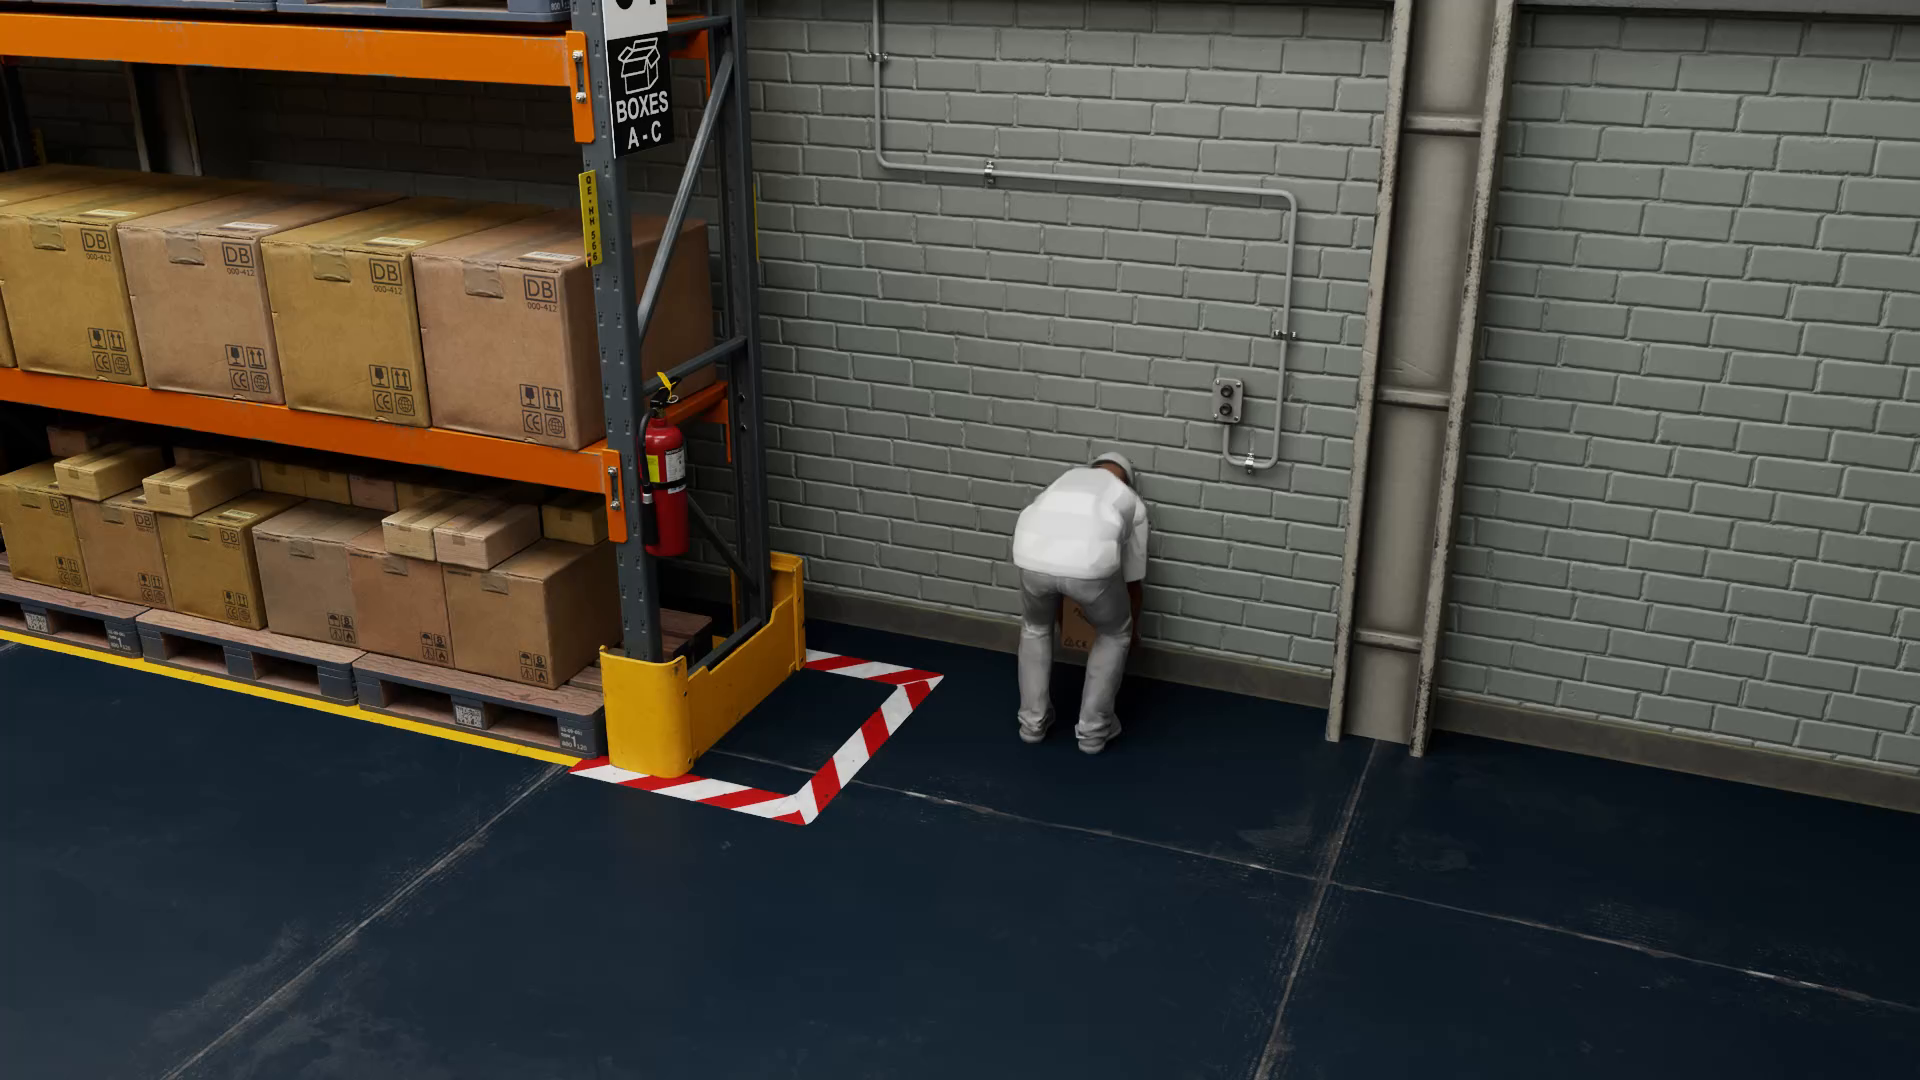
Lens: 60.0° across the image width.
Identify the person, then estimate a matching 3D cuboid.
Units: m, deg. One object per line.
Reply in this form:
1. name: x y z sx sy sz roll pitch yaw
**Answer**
1. person: 0.516 0.228 6.908 0.488 1.076 0.982 8 23 18
